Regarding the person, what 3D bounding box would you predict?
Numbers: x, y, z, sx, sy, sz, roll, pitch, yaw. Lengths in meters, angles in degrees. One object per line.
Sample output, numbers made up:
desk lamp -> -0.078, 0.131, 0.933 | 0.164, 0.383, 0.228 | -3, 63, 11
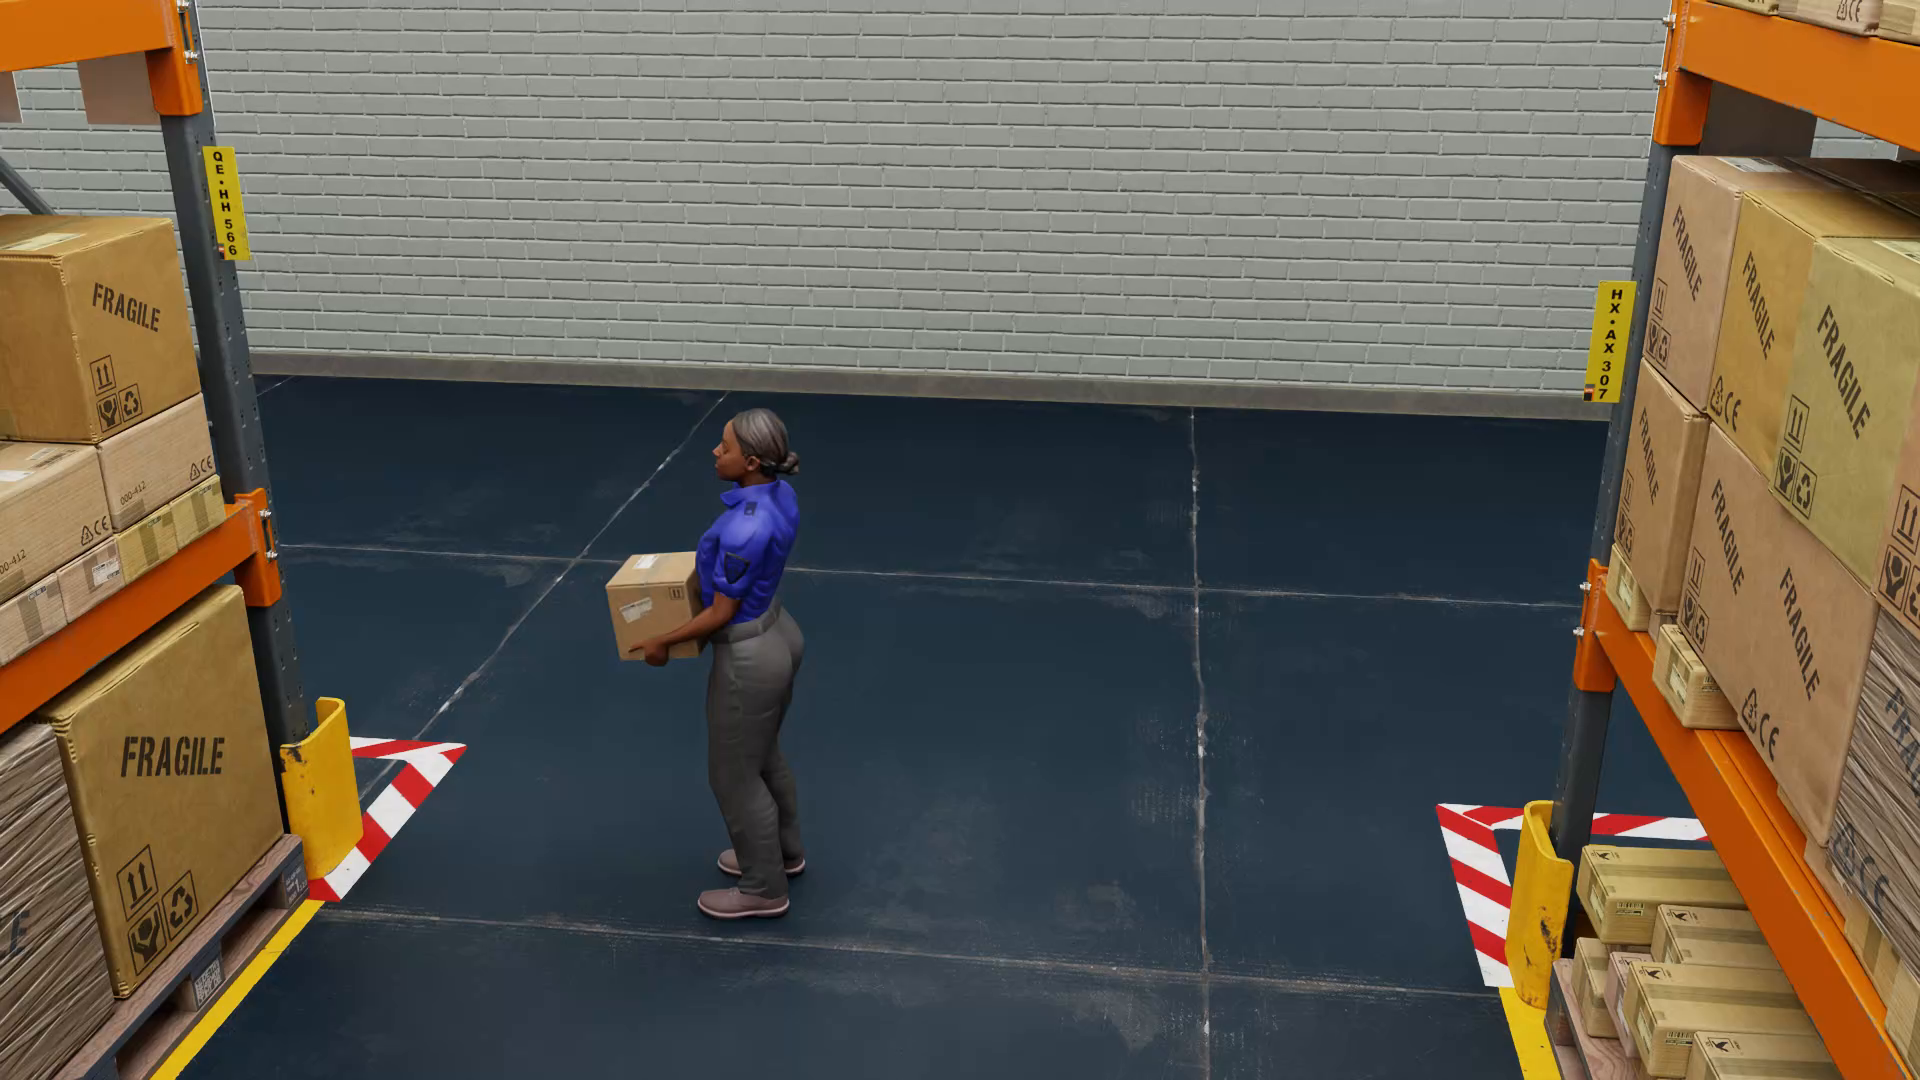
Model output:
person -> -0.728, 0.375, 5.144 | 0.523, 1.646, 0.450 | 3, 21, 7
